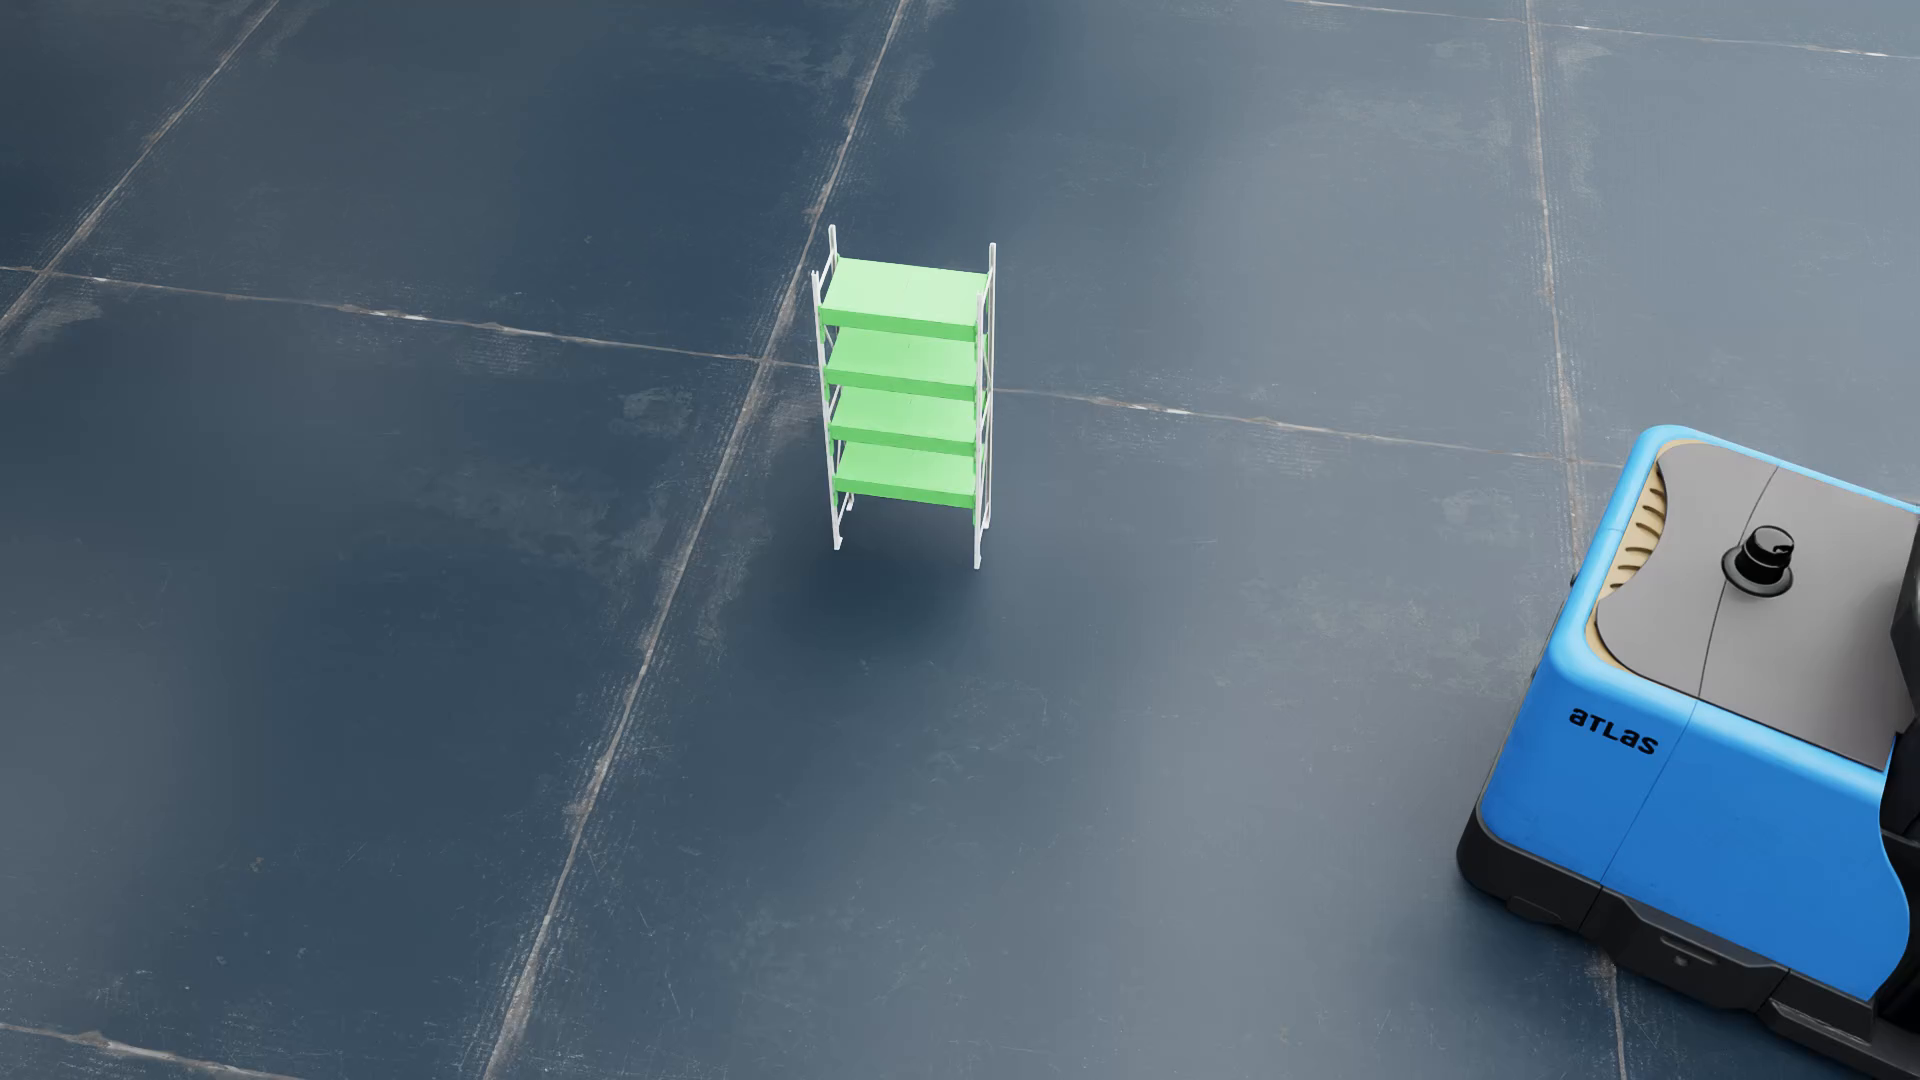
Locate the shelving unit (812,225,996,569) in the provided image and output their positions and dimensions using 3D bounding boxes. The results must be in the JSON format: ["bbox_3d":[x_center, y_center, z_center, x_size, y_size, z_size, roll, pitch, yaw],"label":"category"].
[{"bbox_3d":[-0.163,-0.423,5.323,0.503,1.200,0.258,8,49,7],"label":"shelving unit"}]

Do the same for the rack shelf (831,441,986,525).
[{"bbox_3d":[-0.163,-0.220,5.549,0.480,0.148,0.258,8,49,7],"label":"rack shelf"}]

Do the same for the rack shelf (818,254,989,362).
[{"bbox_3d":[-0.163,-0.701,5.014,0.480,0.148,0.258,8,49,7],"label":"rack shelf"}]

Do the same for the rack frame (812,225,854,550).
[{"bbox_3d":[-0.403,-0.455,5.352,0.015,1.200,0.240,8,49,7],"label":"rack frame"}]

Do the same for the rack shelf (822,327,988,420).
[{"bbox_3d":[-0.163,-0.541,5.192,0.480,0.148,0.258,8,49,7],"label":"rack shelf"}]

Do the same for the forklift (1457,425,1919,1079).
[{"bbox_3d":[2.976,0.252,3.553,3.031,2.935,1.130,23,52,19],"label":"forklift"}]

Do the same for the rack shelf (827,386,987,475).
[{"bbox_3d":[-0.163,-0.380,5.371,0.480,0.148,0.258,8,49,7],"label":"rack shelf"}]

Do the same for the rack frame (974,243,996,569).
[{"bbox_3d":[0.077,-0.391,5.294,0.015,1.200,0.240,8,49,7],"label":"rack frame"}]
